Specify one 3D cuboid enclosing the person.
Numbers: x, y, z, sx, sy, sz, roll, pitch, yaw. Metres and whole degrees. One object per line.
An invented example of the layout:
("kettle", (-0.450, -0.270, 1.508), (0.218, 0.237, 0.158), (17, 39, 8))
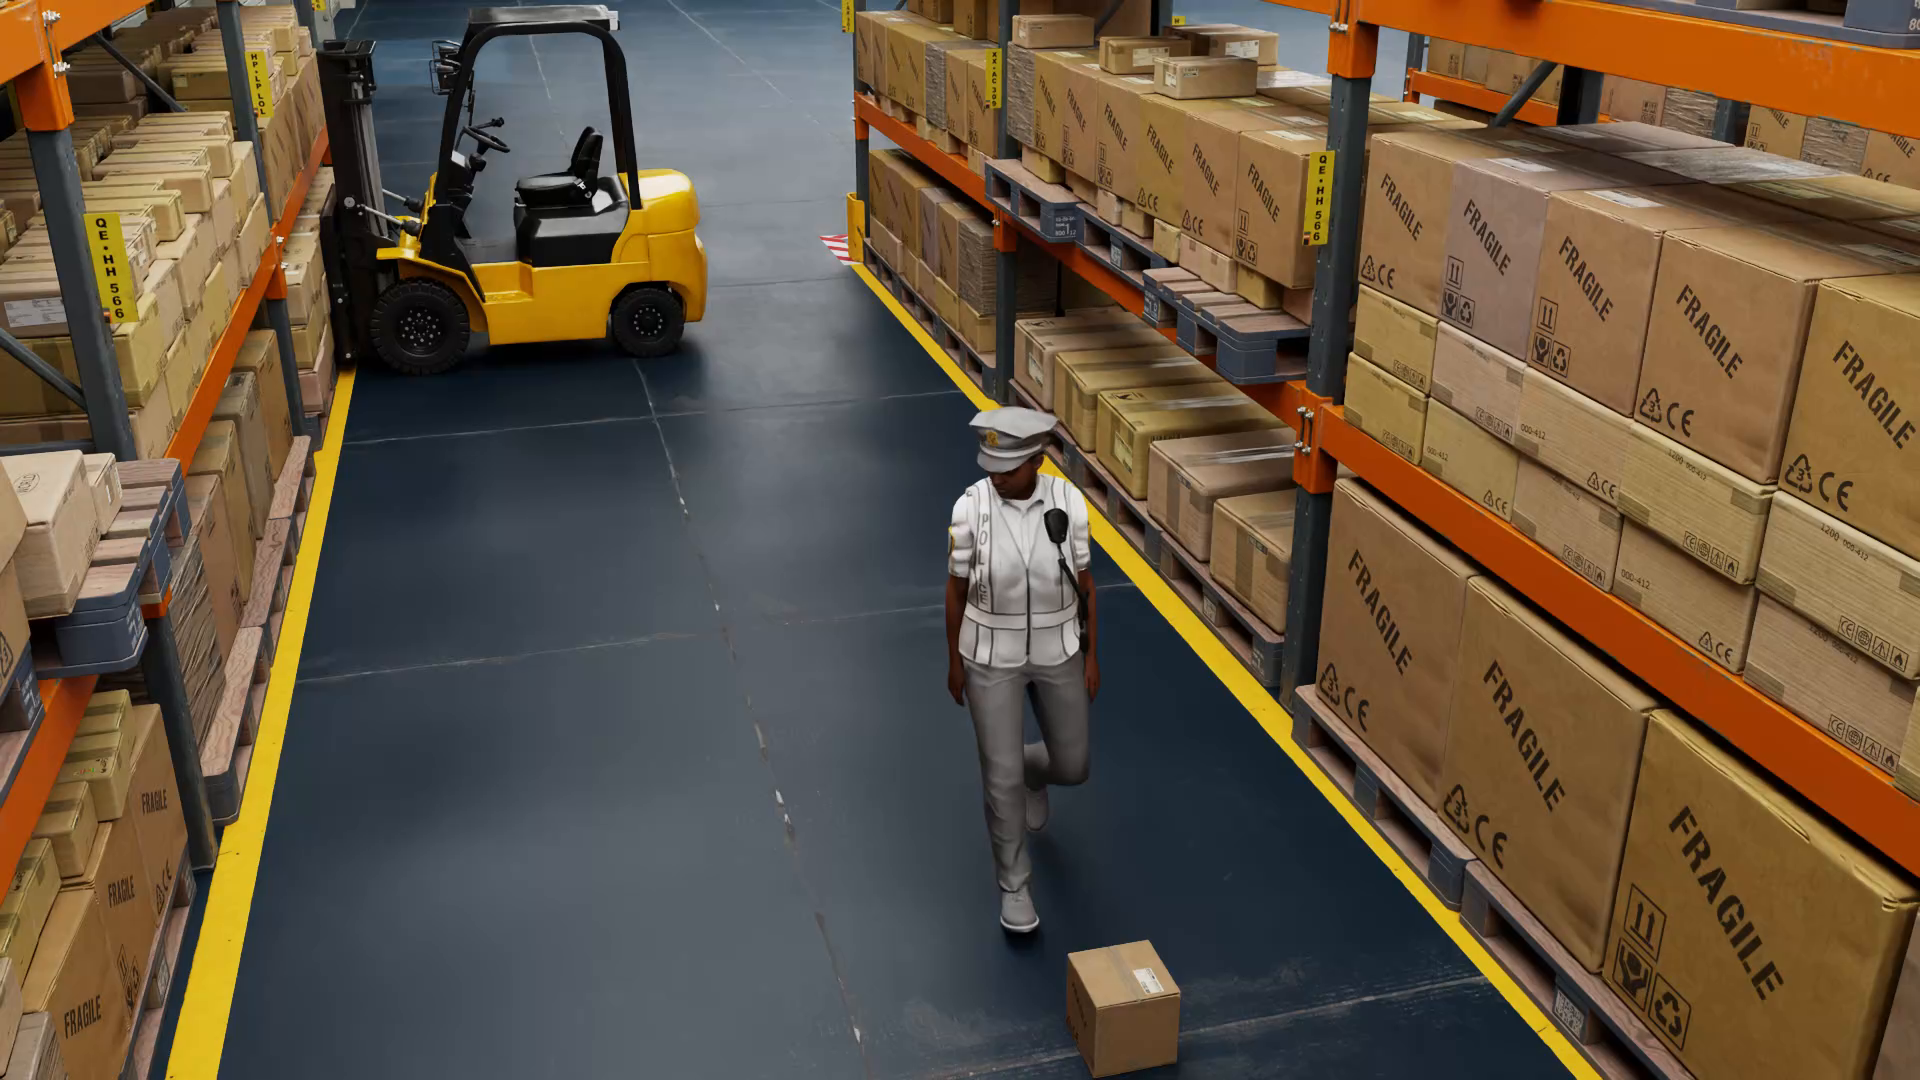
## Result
("person", (0.200, 0.365, 5.212), (0.486, 1.642, 0.734), (-3, 23, -7))
